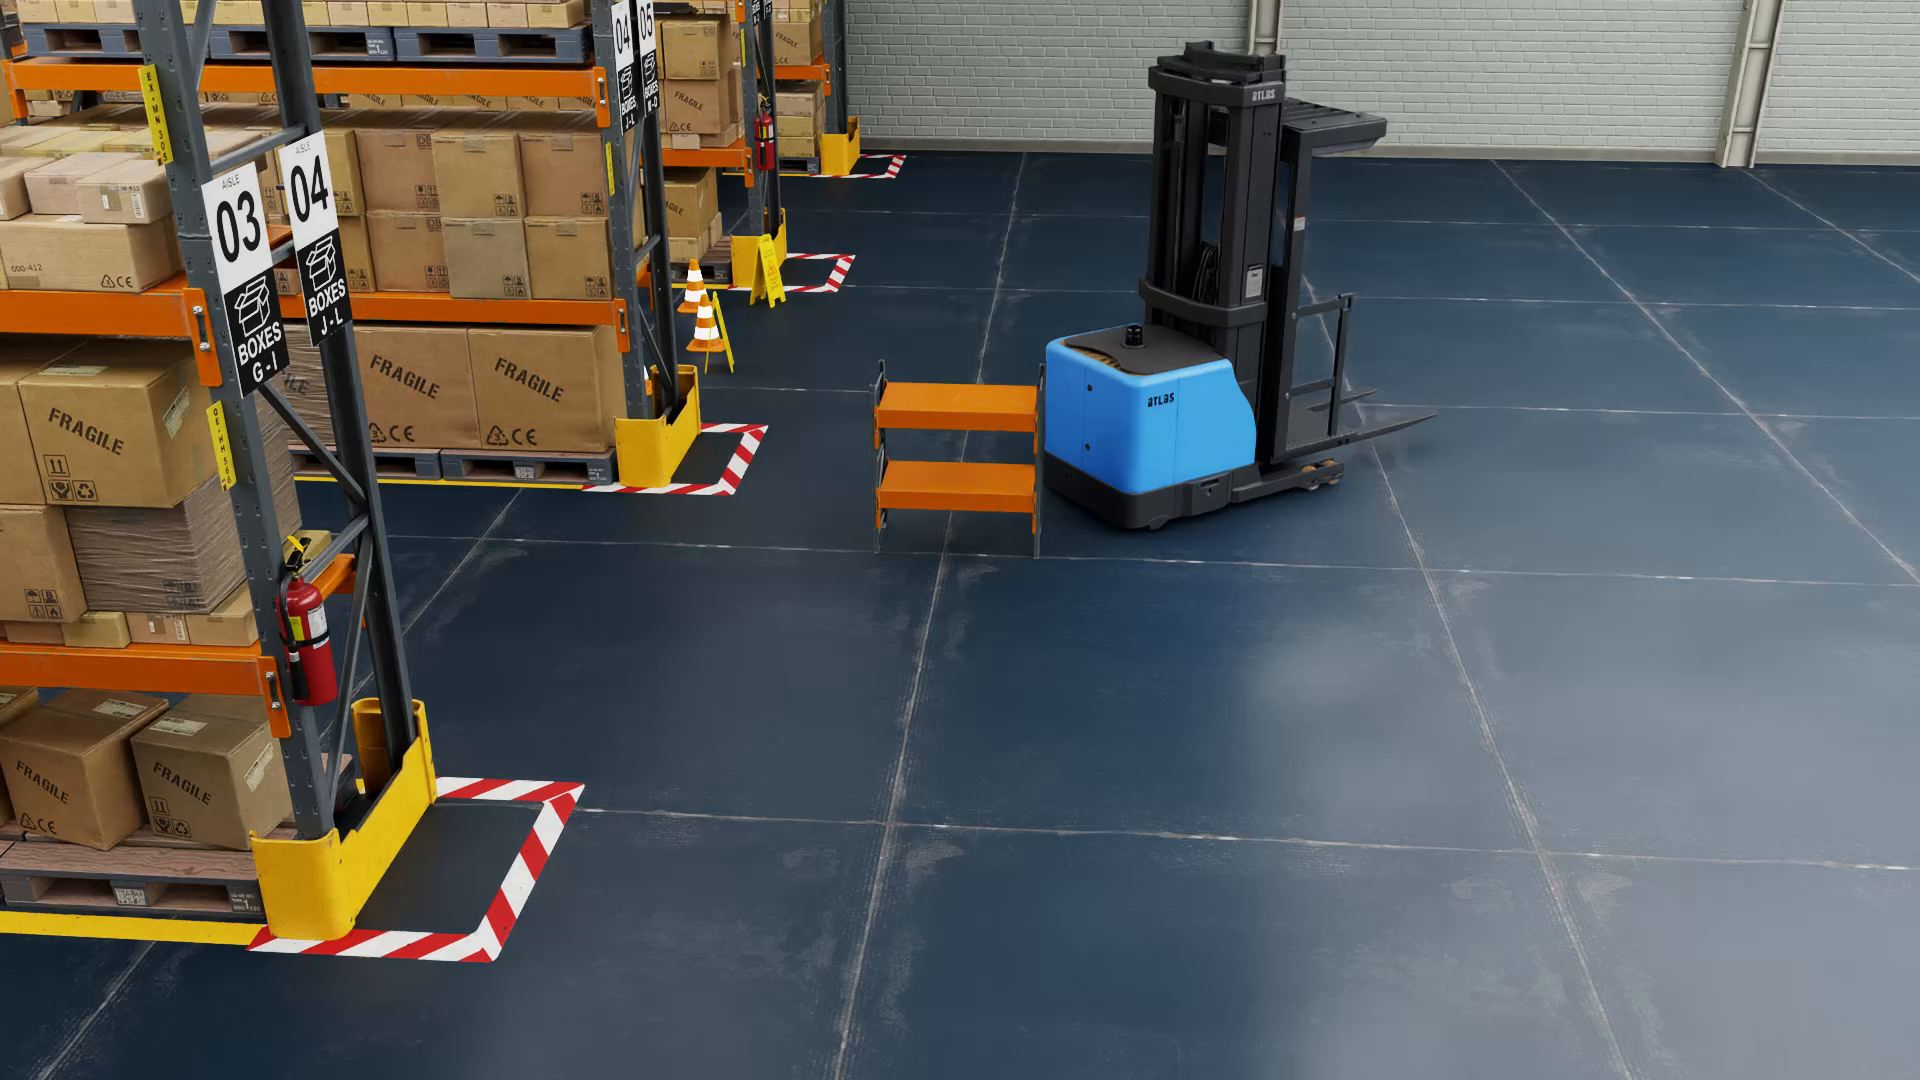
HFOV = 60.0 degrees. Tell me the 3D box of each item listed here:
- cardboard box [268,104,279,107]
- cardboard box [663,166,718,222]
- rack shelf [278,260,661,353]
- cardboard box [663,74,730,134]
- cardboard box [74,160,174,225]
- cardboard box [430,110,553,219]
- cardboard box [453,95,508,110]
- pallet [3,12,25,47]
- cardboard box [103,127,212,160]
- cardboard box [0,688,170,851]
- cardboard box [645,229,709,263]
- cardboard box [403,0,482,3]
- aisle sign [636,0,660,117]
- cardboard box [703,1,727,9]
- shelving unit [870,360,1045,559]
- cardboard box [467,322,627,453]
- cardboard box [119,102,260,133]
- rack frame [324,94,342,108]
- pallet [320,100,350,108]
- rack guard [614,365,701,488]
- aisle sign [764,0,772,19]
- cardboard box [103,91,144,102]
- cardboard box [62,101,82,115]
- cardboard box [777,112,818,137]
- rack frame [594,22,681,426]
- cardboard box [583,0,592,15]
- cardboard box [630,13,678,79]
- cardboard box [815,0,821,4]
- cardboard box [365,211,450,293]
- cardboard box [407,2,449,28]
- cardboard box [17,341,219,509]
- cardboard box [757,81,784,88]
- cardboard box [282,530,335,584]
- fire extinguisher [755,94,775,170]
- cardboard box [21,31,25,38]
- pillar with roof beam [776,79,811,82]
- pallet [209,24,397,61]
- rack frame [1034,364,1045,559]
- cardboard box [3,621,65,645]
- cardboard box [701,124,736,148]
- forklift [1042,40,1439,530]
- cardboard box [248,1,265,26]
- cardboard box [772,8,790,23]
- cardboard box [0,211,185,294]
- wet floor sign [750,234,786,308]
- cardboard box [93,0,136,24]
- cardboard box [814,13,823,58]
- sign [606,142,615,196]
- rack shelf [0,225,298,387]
[{"bbox_3d":[-6.431,-4.143,15.964,0.250,0.149,0.380,2,25,5],"label":"cardboard box"},{"bbox_3d":[-2.715,-3.461,16.573,0.500,0.500,0.500,1,25,2],"label":"cardboard box"},{"bbox_3d":[-4.181,-1.708,11.734,4.000,0.370,1.077,2,25,4],"label":"rack shelf"},{"bbox_3d":[-2.471,-4.120,15.640,0.500,0.500,0.500,1,25,3],"label":"cardboard box"},{"bbox_3d":[-2.968,-1.261,6.016,0.250,0.149,0.380,2,25,4],"label":"cardboard box"},{"bbox_3d":[-3.109,-2.537,11.203,0.550,0.550,0.875,2,25,4],"label":"cardboard box"},{"bbox_3d":[-4.477,-4.187,15.786,0.500,0.500,0.500,2,25,4],"label":"cardboard box"},{"bbox_3d":[-7.093,-3.383,11.155,1.217,0.209,0.805,1,25,2],"label":"pallet"},{"bbox_3d":[-3.175,-1.536,6.614,0.250,0.149,0.380,2,25,5],"label":"cardboard box"},{"bbox_3d":[-3.887,1.006,7.463,0.500,0.500,0.500,8,26,18],"label":"cardboard box"},{"bbox_3d":[-2.759,-2.893,16.236,0.500,0.250,0.500,2,25,4],"label":"cardboard box"},{"bbox_3d":[-3.195,-3.552,10.494,0.500,0.250,0.500,2,25,4],"label":"cardboard box"},{"bbox_3d":[-2.093,-3.274,11.168,0.004,0.787,0.394,2,25,4],"label":"aisle sign"},{"bbox_3d":[-2.927,-6.498,20.031,0.250,0.149,0.380,2,25,5],"label":"cardboard box"},{"bbox_3d":[-0.007,-0.511,10.515,1.048,1.125,0.538,2,25,4],"label":"shelving unit"},{"bbox_3d":[-2.868,-1.190,11.788,0.875,0.875,0.875,2,25,4],"label":"cardboard box"},{"bbox_3d":[-5.252,-2.662,11.476,0.550,0.550,0.875,2,25,4],"label":"cardboard box"},{"bbox_3d":[-5.897,-4.165,16.213,0.127,3.000,1.000,2,25,4],"label":"rack frame"},{"bbox_3d":[-6.648,-4.163,16.438,1.213,0.211,1.003,2,25,4],"label":"pallet"},{"bbox_3d":[-2.163,-0.834,11.965,0.348,0.500,1.175,2,25,4],"label":"rack guard"},{"bbox_3d":[-1.823,-5.345,15.668,0.004,0.787,0.394,2,25,4],"label":"aisle sign"},{"bbox_3d":[-7.906,-4.506,15.977,0.500,0.500,0.500,1,25,2],"label":"cardboard box"},{"bbox_3d":[-8.508,-4.238,16.170,0.250,0.149,0.380,3,25,7],"label":"cardboard box"},{"bbox_3d":[-2.041,-5.160,20.564,0.500,0.250,0.500,2,25,3],"label":"cardboard box"},{"bbox_3d":[-2.187,-1.971,11.444,0.127,3.000,1.000,2,25,4],"label":"rack frame"},{"bbox_3d":[-2.504,-3.600,11.075,0.250,0.149,0.380,2,25,4],"label":"cardboard box"},{"bbox_3d":[-2.939,-4.616,15.523,0.500,0.500,0.700,2,25,4],"label":"cardboard box"},{"bbox_3d":[-1.851,-6.681,20.429,0.250,0.149,0.380,1,25,3],"label":"cardboard box"},{"bbox_3d":[-3.659,-2.111,11.569,0.550,0.550,0.875,2,25,4],"label":"cardboard box"},{"bbox_3d":[-3.303,-3.349,10.531,0.250,0.149,0.380,2,25,4],"label":"cardboard box"},{"bbox_3d":[-3.234,-0.456,6.481,0.500,0.500,0.500,2,25,4],"label":"cardboard box"},{"bbox_3d":[-2.495,-5.611,20.945,0.500,0.250,0.500,2,25,4],"label":"cardboard box"},{"bbox_3d":[-2.933,0.099,7.247,0.250,0.149,0.380,2,25,4],"label":"cardboard box"},{"bbox_3d":[-1.830,-3.806,15.526,0.183,0.674,0.296,2,25,4],"label":"fire extinguisher"},{"bbox_3d":[-9.410,-4.766,16.541,0.500,0.500,0.500,1,25,2],"label":"cardboard box"},{"bbox_3d":[-2.487,-7.435,16.143,0.400,9.000,9.100,2,25,4],"label":"pillar with roof beam"},{"bbox_3d":[-4.147,-3.350,10.960,1.213,0.211,1.003,2,25,4],"label":"pallet"},{"bbox_3d":[0.500,-0.495,10.480,0.032,1.125,0.500,2,25,4],"label":"rack frame"},{"bbox_3d":[-3.718,0.275,6.864,0.250,0.149,0.380,2,25,4],"label":"cardboard box"},{"bbox_3d":[-2.298,-3.846,15.820,0.250,0.149,0.380,3,25,6],"label":"cardboard box"},{"bbox_3d":[2.077,-1.845,11.254,3.031,2.935,1.130,-15,29,-29],"label":"forklift"},{"bbox_3d":[-4.321,-3.381,10.600,0.250,0.149,0.380,2,25,5],"label":"cardboard box"},{"bbox_3d":[-2.156,-6.336,20.036,0.250,0.149,0.380,2,25,5],"label":"cardboard box"},{"bbox_3d":[-3.167,-1.111,6.166,0.500,0.250,0.500,2,25,5],"label":"cardboard box"},{"bbox_3d":[-1.801,-2.515,15.445,0.232,0.644,0.267,11,27,22],"label":"wet floor sign"},{"bbox_3d":[-5.331,-3.414,10.671,0.250,0.149,0.380,2,25,4],"label":"cardboard box"},{"bbox_3d":[-2.005,-6.283,20.696,0.500,0.500,0.500,3,25,6],"label":"cardboard box"},{"bbox_3d":[-2.242,-2.379,10.662,0.005,0.325,0.100,2,25,4],"label":"sign"},{"bbox_3d":[-4.661,-1.006,6.621,4.000,0.370,1.077,2,25,4],"label":"rack shelf"}]
